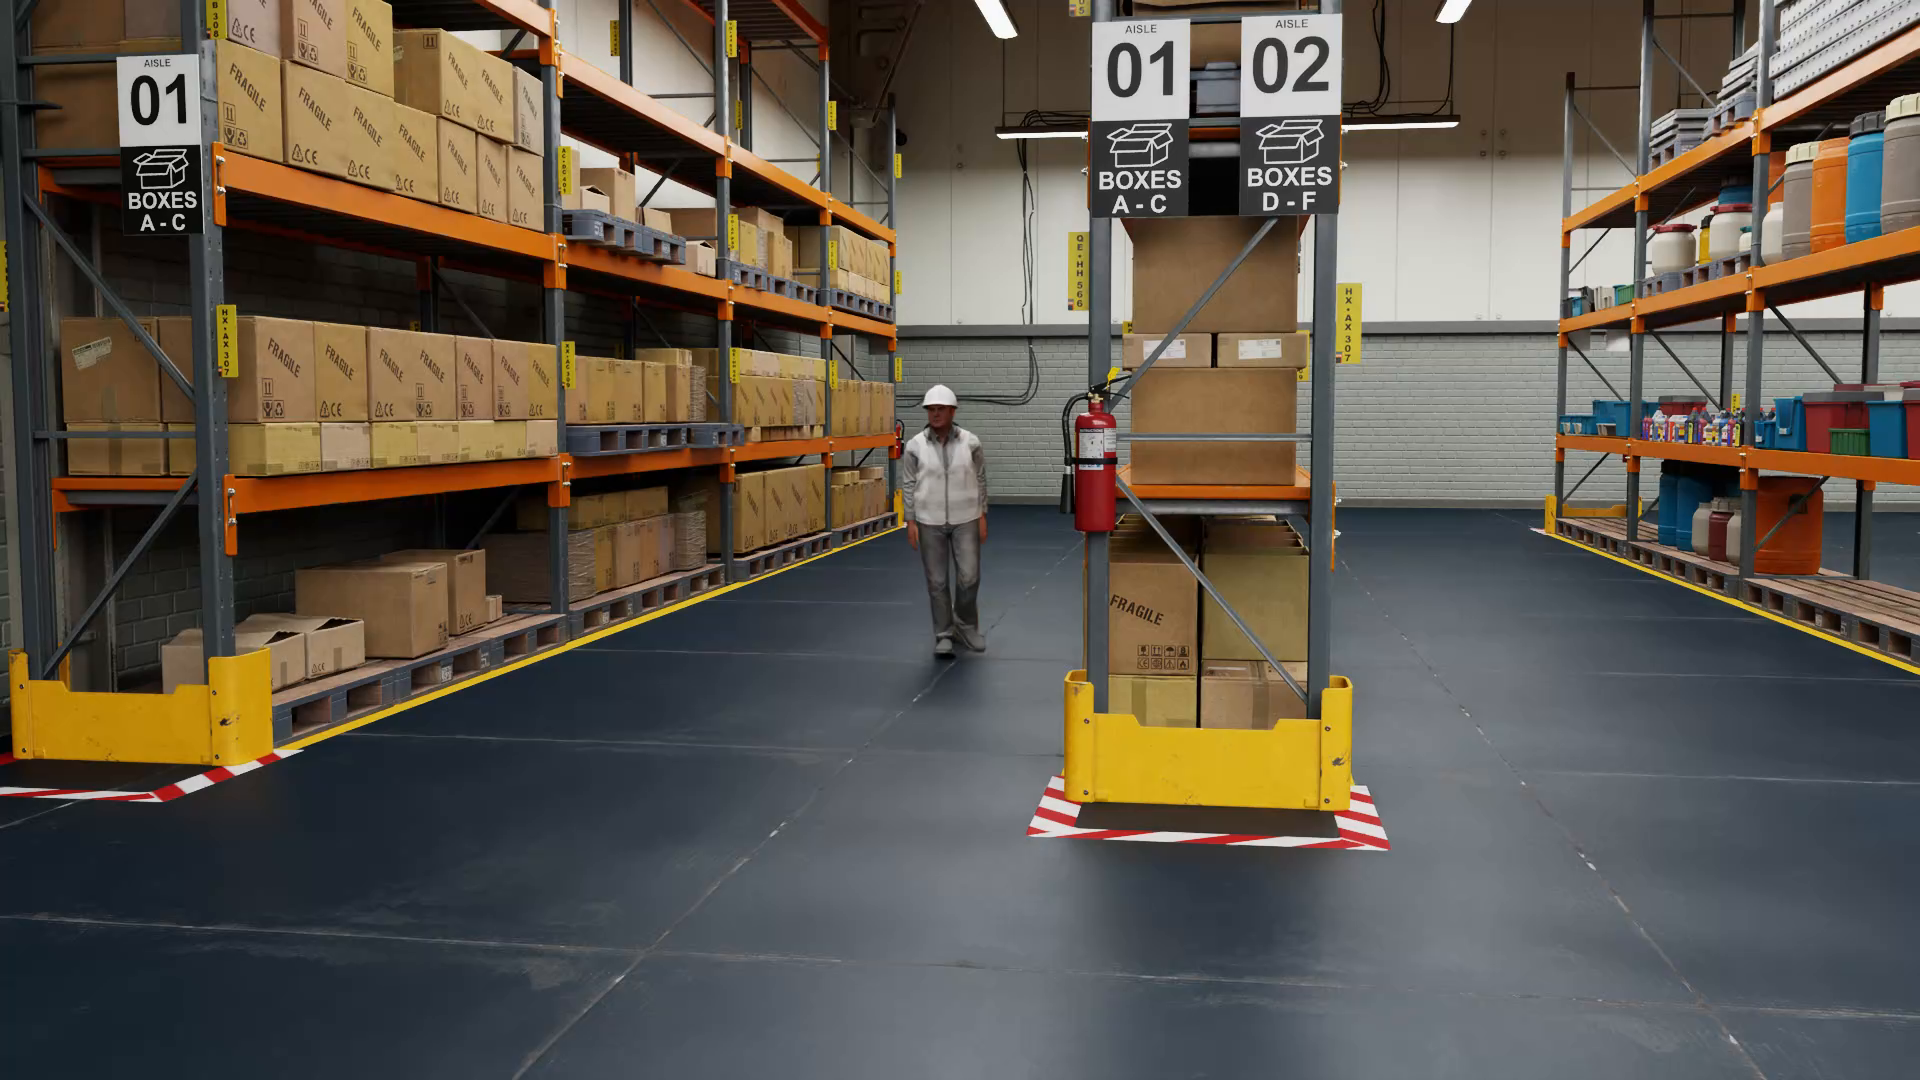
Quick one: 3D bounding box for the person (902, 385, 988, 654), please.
[{"bbox_3d":[-0.098,-0.126,10.850,0.560,1.760,0.488,0,4,1],"label":"person"}]
